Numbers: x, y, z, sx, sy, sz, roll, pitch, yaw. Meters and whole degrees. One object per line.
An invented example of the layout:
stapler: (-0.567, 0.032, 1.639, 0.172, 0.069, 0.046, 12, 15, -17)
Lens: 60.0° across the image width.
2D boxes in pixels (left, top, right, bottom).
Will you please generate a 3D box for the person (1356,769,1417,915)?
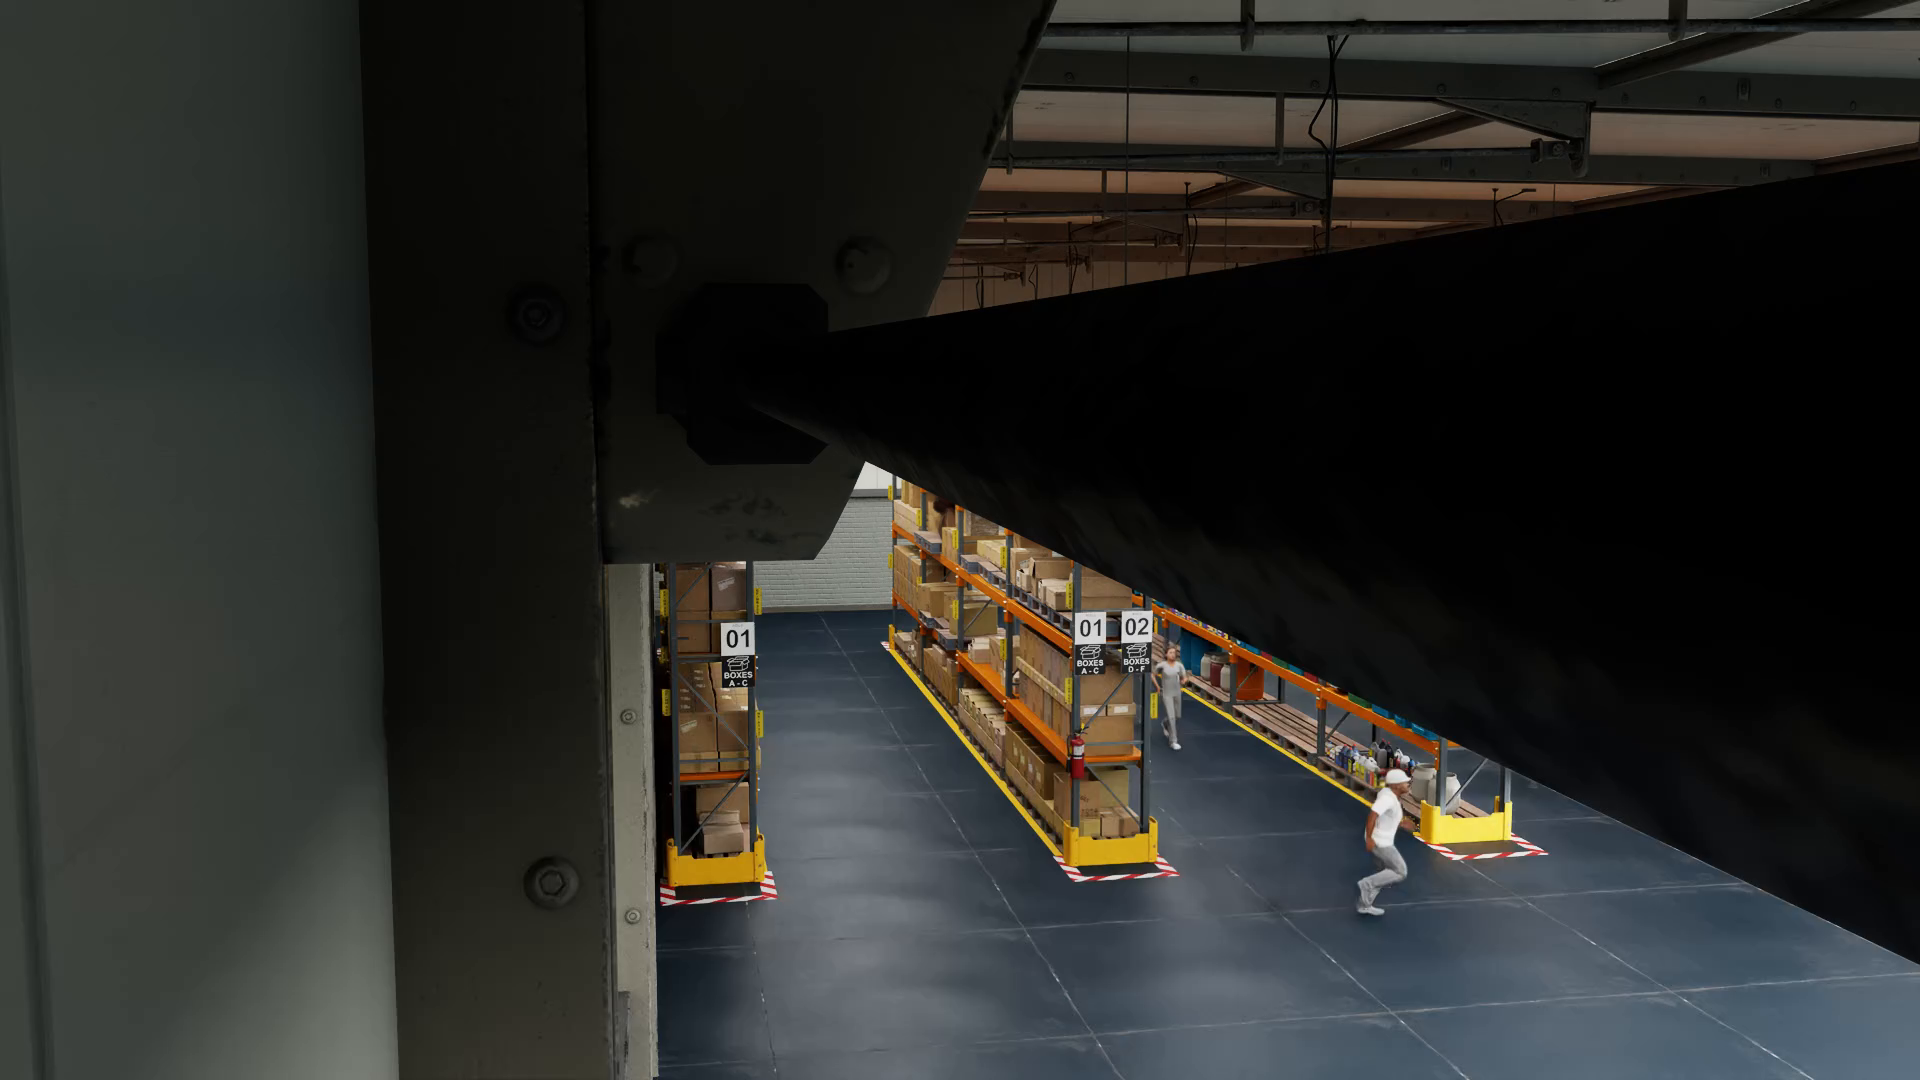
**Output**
person: (4.864, 3.435, 18.938, 0.671, 1.676, 0.661, 1, 6, 5)

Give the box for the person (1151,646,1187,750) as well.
person: (3.447, 2.551, 27.299, 0.575, 1.645, 0.914, -2, 6, -15)
